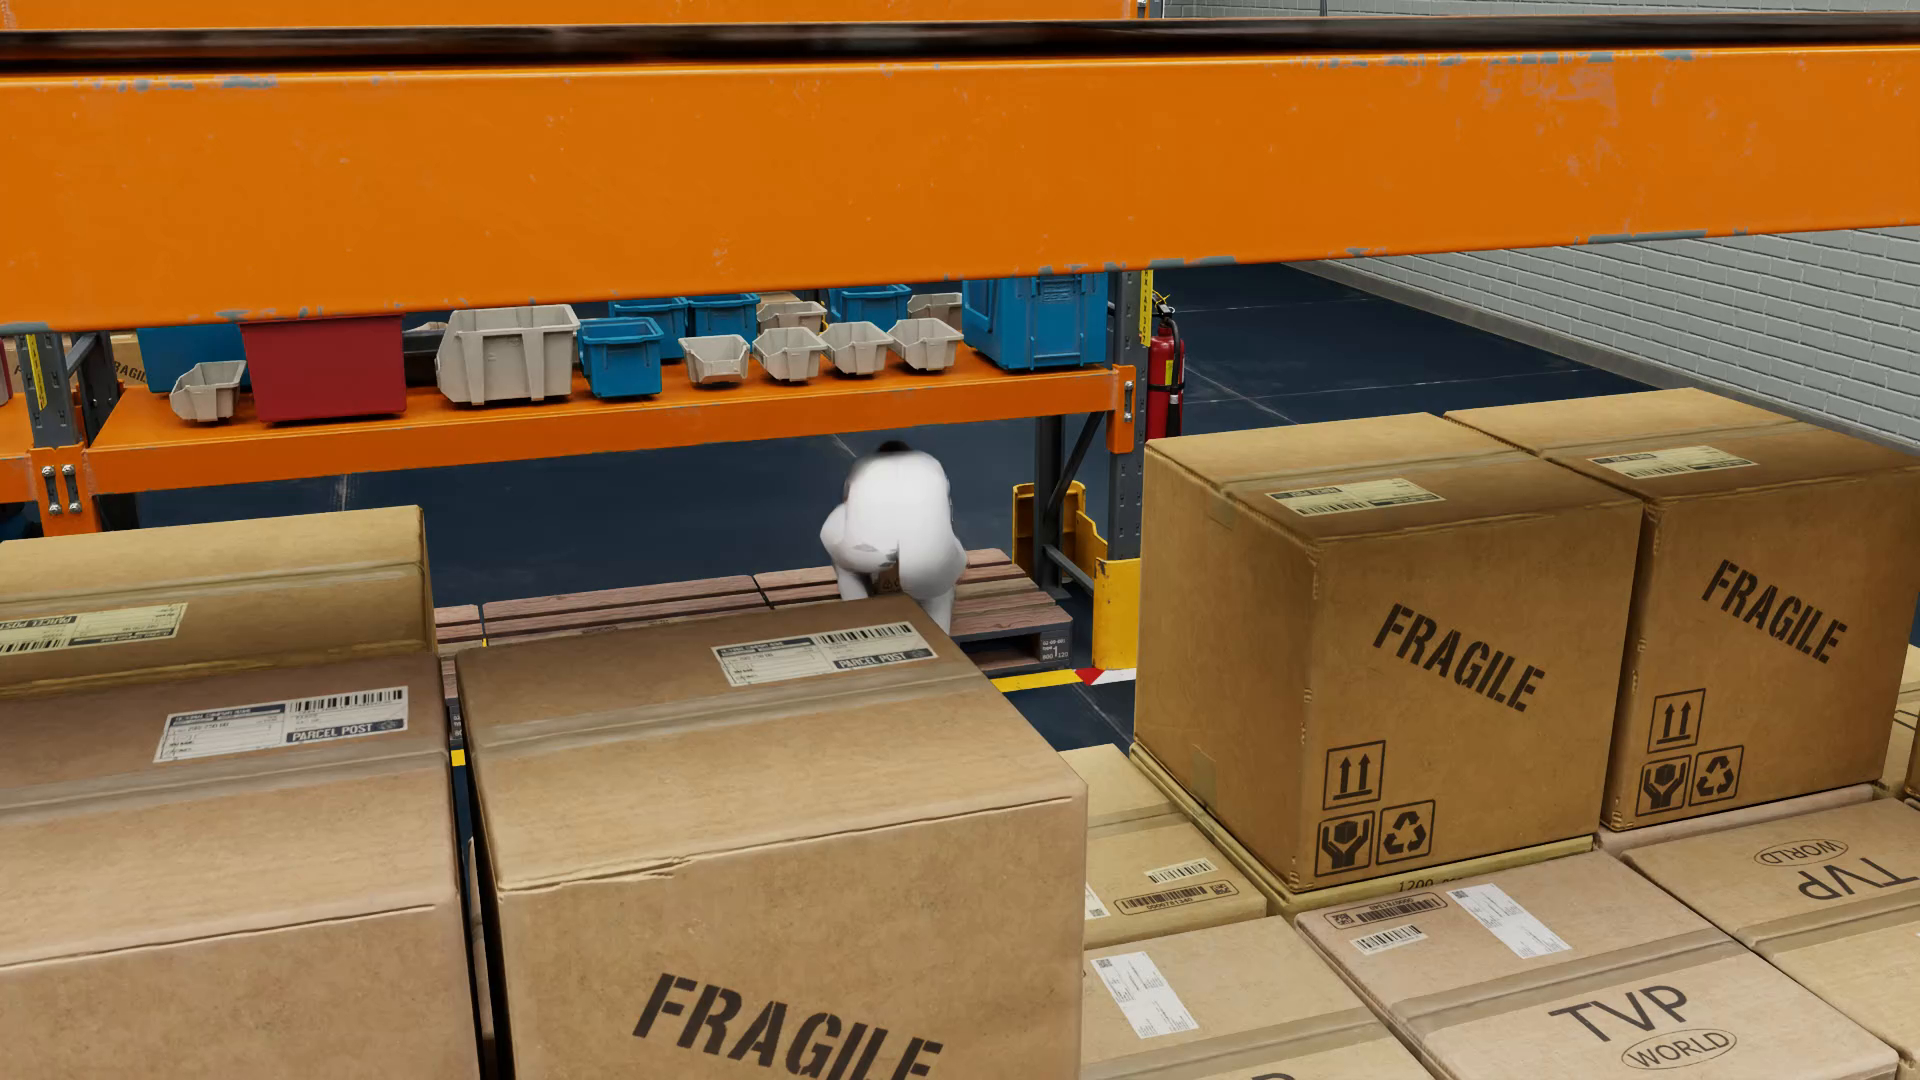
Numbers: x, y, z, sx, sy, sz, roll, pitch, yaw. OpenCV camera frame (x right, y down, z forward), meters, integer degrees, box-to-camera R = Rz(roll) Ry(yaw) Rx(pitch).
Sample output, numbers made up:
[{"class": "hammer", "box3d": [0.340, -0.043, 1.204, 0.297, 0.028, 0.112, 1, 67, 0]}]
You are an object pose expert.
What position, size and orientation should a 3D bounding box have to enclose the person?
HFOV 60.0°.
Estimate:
[{"class": "person", "box3d": [-0.267, 0.083, 7.011, 0.568, 1.017, 1.153, -1, 19, -4]}]
